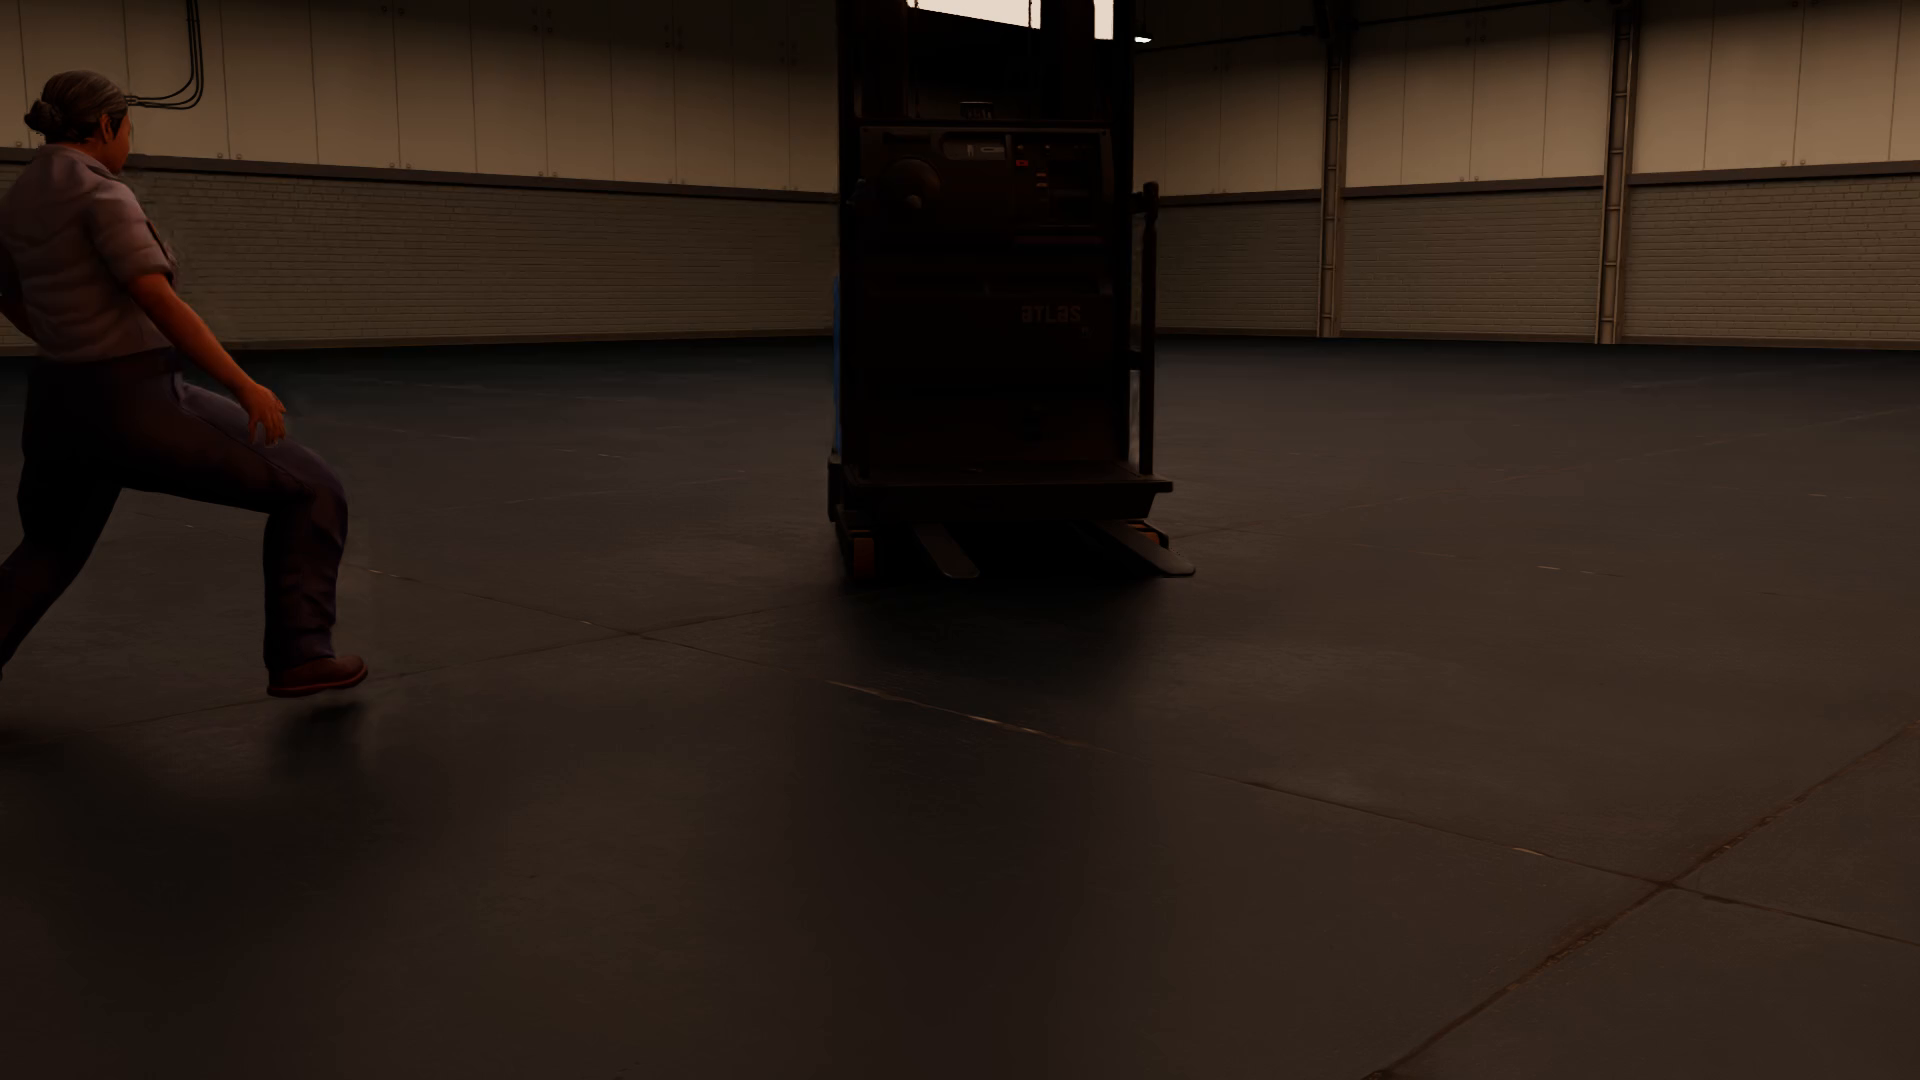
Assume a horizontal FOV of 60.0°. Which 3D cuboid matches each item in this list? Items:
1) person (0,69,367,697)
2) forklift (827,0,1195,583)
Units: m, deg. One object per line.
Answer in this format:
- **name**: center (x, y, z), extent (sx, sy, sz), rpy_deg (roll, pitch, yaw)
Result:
- **person**: center (-1.987, -0.316, 3.914), extent (0.914, 1.527, 0.741), rpy_deg (5, 10, 30)
- **forklift**: center (0.126, -1.353, 5.861), extent (1.130, 2.935, 3.031), rpy_deg (-1, 9, -7)
